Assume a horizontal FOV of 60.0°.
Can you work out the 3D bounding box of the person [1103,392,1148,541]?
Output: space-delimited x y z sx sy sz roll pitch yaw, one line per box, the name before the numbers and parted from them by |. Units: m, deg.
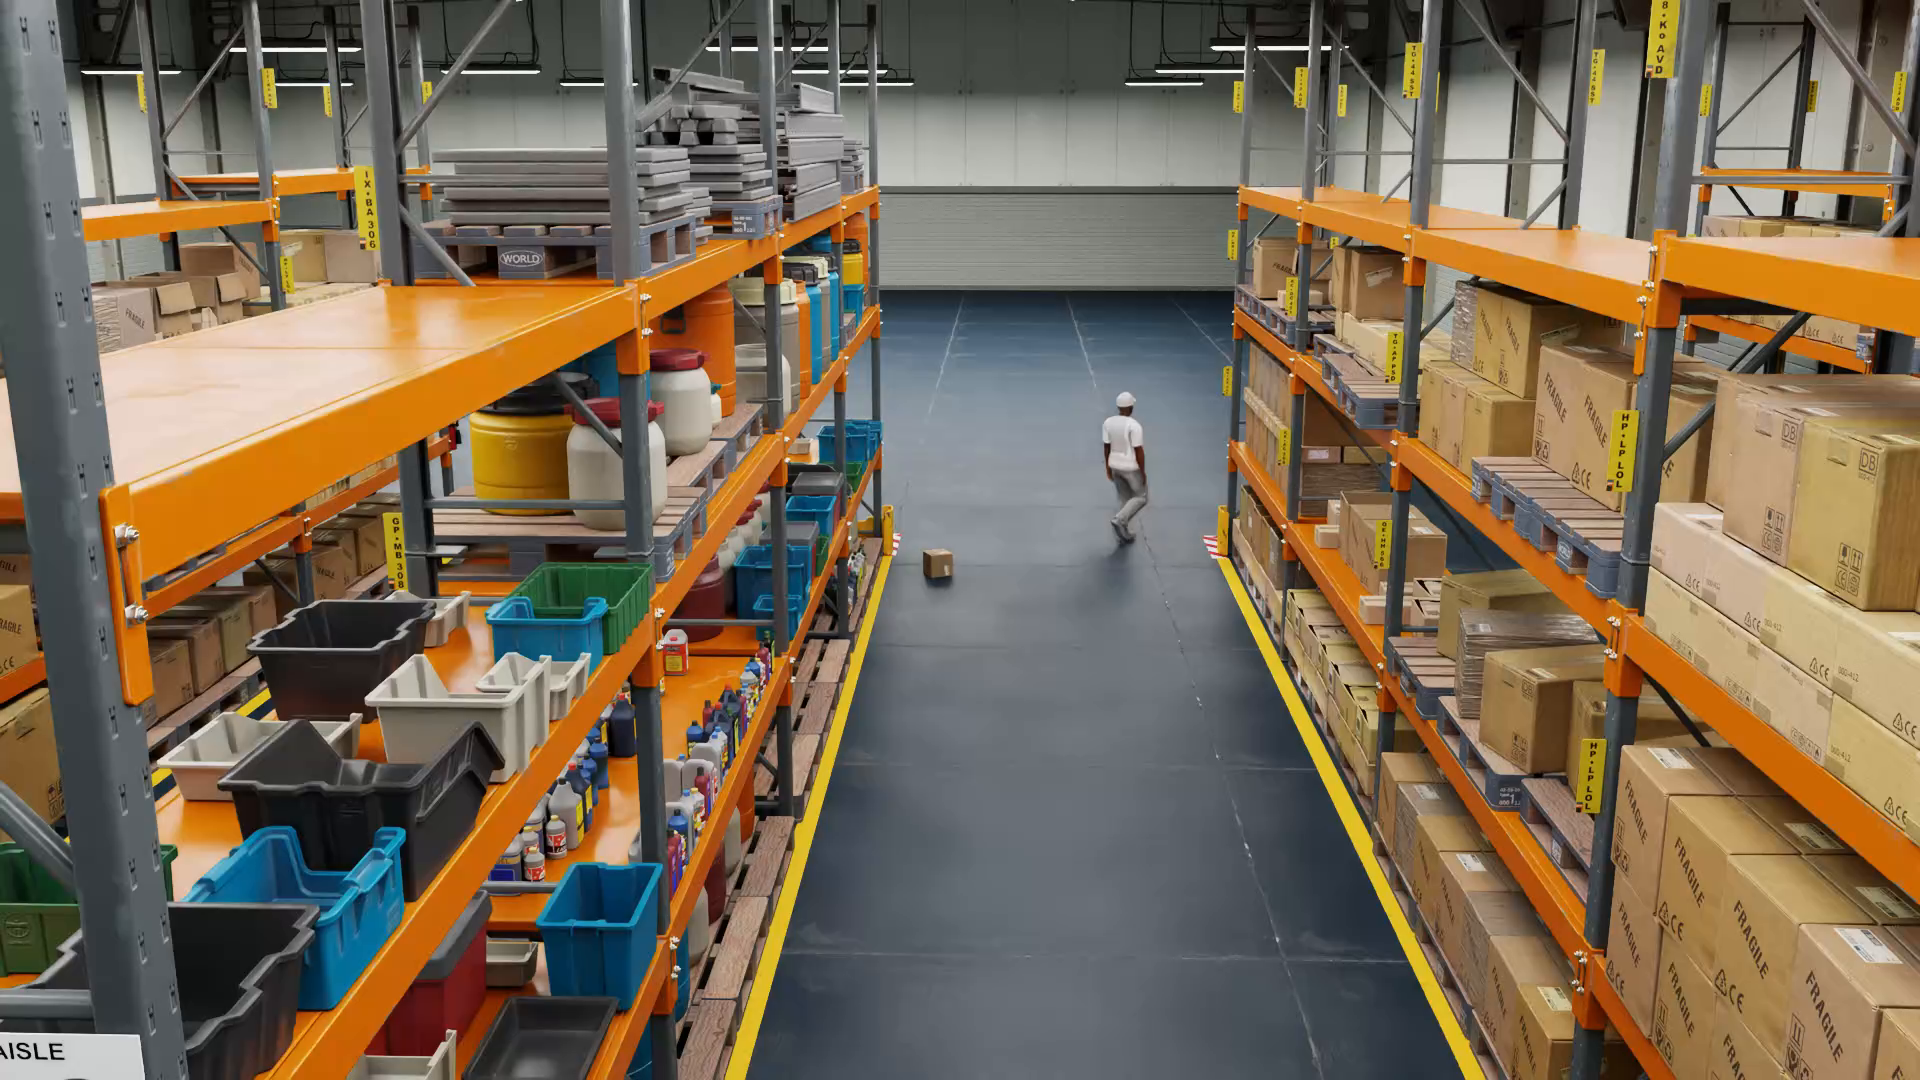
person | 1.913 -0.840 19.275 0.575 1.754 0.582 -13 19 -42
